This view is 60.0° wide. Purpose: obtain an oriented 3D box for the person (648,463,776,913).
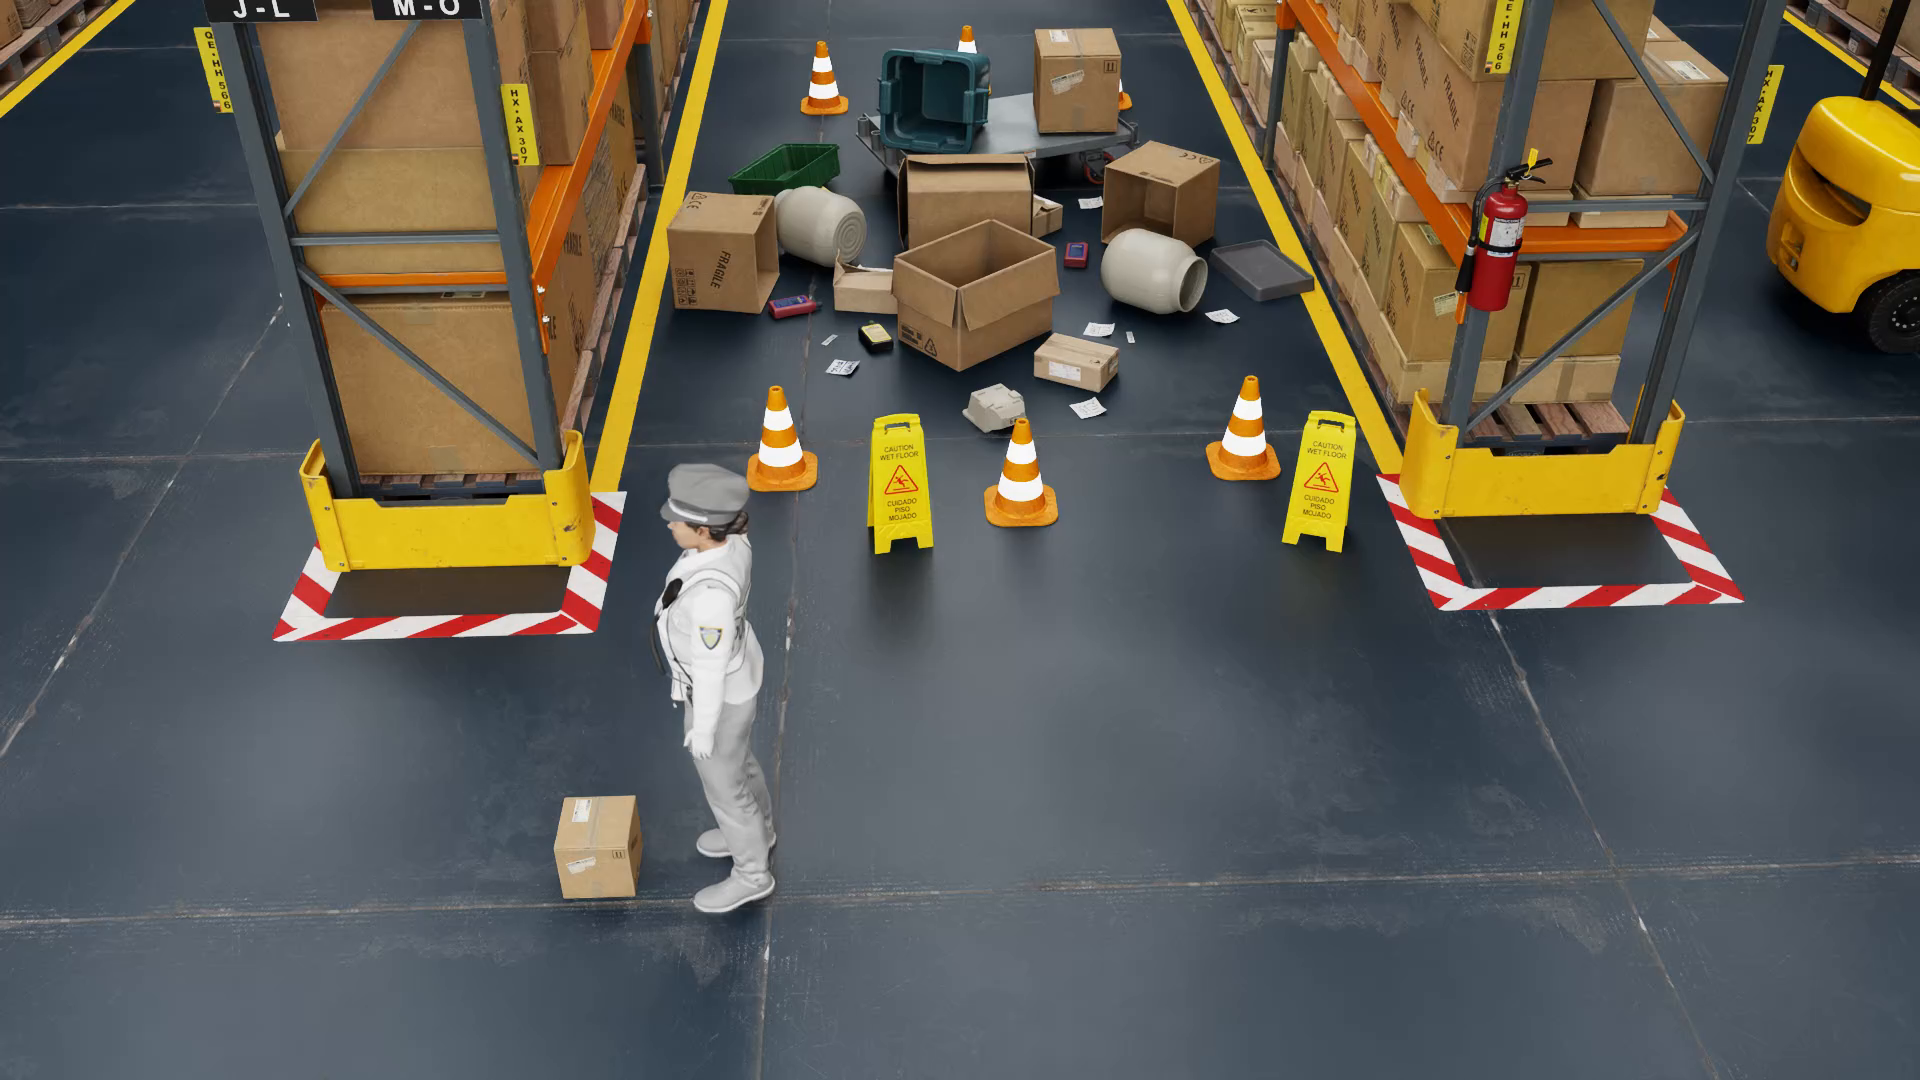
[{"bbox_3d":[-0.801,0.499,5.443,0.337,1.694,0.477,-1,35,-1],"label":"person"}]
